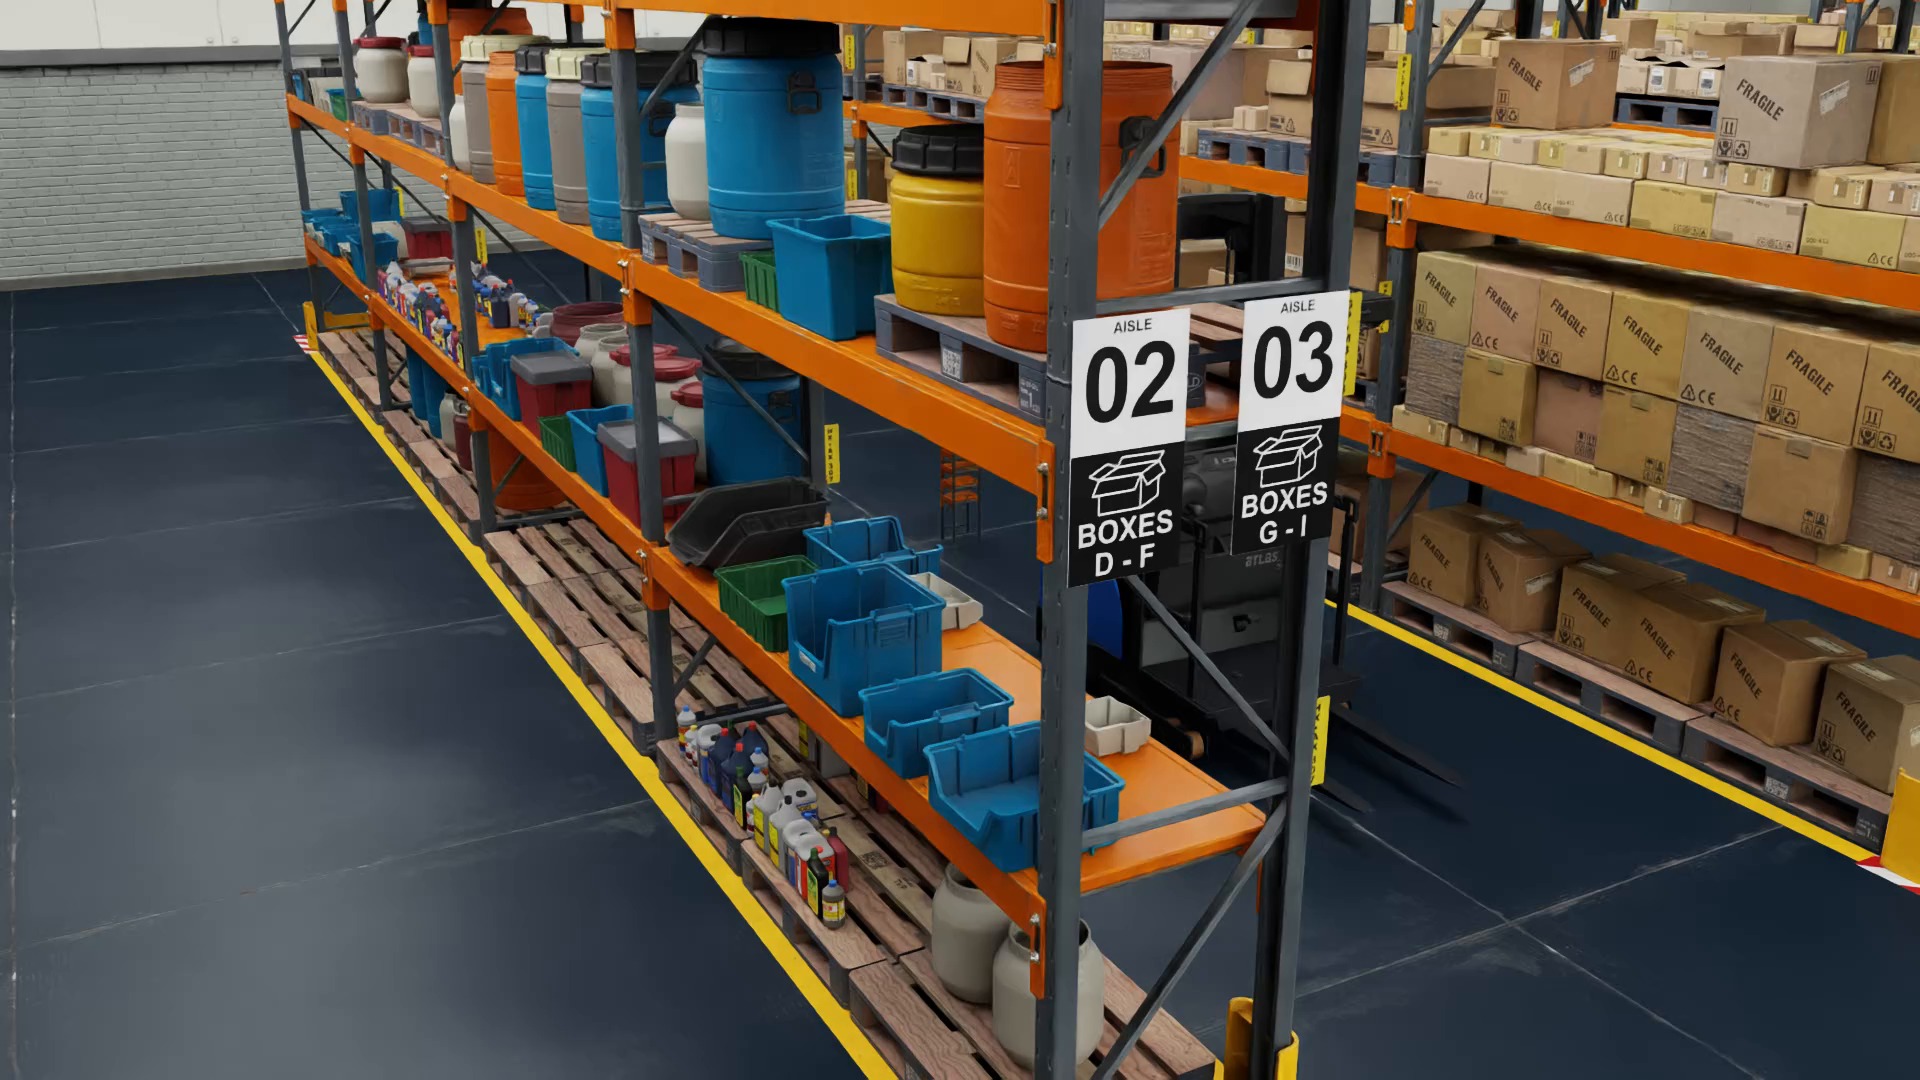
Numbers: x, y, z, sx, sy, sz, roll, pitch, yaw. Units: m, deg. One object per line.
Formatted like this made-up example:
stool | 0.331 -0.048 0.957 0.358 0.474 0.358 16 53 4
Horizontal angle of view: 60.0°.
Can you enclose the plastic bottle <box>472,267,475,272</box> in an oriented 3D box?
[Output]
plastic bottle | -4.339 -2.319 14.943 0.152 0.276 0.135 -10 21 -27

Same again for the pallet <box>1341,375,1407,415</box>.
pallet | 2.939 -1.167 11.709 1.003 0.211 1.213 -10 21 -27

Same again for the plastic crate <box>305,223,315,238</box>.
plastic crate | -6.977 -3.370 18.113 0.250 0.136 0.298 -10 21 -27

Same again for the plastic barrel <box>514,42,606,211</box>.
plastic barrel | -2.239 -2.392 9.597 0.600 0.901 0.708 -10 21 -27

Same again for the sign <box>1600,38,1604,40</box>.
sign | 6.179 -4.687 16.103 0.100 0.325 0.005 -10 21 -27

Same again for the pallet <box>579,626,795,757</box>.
pallet | -1.592 0.850 9.844 1.003 0.211 1.213 -10 21 -27

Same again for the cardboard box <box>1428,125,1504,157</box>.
cardboard box | 3.057 -2.410 10.038 0.380 0.149 0.250 -11 22 -28

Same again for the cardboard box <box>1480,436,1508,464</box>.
cardboard box | 3.388 -0.577 10.091 0.380 0.149 0.250 -10 21 -27

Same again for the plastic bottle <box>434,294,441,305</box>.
plastic bottle | -4.300 -1.889 13.705 0.097 0.271 0.097 0 19 0

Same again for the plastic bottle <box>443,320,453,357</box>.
plastic bottle | -3.893 -1.544 12.706 0.097 0.271 0.097 0 19 0

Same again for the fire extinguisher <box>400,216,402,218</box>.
fire extinguisher | -6.555 -3.594 19.140 0.296 0.674 0.183 -10 21 -27

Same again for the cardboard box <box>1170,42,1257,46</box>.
cardboard box | 1.974 -3.622 13.011 0.500 0.500 0.500 -10 21 -27

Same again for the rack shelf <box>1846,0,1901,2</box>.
rack shelf | 9.046 -6.580 19.621 1.077 0.370 4.000 -10 21 -27

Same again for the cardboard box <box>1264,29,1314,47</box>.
cardboard box | 3.871 -5.590 18.836 0.700 0.500 0.500 -10 21 -27

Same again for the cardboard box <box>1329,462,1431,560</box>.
cardboard box | 2.901 -0.222 11.833 0.700 0.500 0.500 -12 22 -31

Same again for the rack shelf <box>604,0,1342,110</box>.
rack shelf | -0.236 -1.981 6.294 1.077 0.370 4.000 -10 21 -27

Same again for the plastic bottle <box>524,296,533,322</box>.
plastic bottle | -3.514 -1.855 13.587 0.061 0.283 0.133 -10 21 -27

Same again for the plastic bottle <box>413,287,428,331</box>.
plastic bottle | -4.385 -1.895 13.601 0.144 0.351 0.185 -10 21 -27

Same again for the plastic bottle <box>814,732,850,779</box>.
plastic bottle | -0.653 1.056 8.473 0.152 0.276 0.135 -10 21 -27

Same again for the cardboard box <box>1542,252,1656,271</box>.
cardboard box | 3.868 -1.447 10.083 0.500 0.500 0.500 -10 21 -27

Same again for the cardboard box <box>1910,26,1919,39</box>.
cardboard box | 12.891 -6.790 22.244 0.380 0.149 0.250 -10 21 -26

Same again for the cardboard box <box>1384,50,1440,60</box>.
cardboard box | 4.710 -4.779 17.130 0.500 0.500 0.500 -10 21 -27

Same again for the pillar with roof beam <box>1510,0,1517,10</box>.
pillar with roof beam | 6.287 -9.848 27.376 9.100 9.000 0.400 -10 21 -27

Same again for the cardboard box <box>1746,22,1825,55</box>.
cardboard box | 9.358 -5.618 18.917 0.700 0.500 0.500 -11 22 -29

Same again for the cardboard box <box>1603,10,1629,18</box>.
cardboard box | 10.553 -8.323 26.563 0.500 0.250 0.500 -10 22 -27

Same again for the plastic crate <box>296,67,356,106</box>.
plastic crate | -6.400 -4.601 16.863 0.504 0.338 0.767 -10 21 -27

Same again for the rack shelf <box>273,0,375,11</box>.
rack shelf | -5.934 -5.426 16.277 1.077 0.370 4.000 -10 21 -27

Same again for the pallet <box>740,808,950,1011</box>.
pallet | -0.320 1.619 7.615 1.003 0.211 1.213 -10 21 -27

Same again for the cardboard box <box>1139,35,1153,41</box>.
cardboard box | 2.588 -6.176 20.795 0.500 0.250 0.500 -11 22 -29

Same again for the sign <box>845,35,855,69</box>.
sign | -1.113 -4.926 16.795 0.100 0.325 0.005 -10 21 -27

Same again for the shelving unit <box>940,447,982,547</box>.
shelving unit | 0.007 -0.563 12.424 0.258 1.200 0.189 -10 21 -27

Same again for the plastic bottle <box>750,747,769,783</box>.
plastic bottle | -0.992 1.152 8.203 0.097 0.271 0.097 0 19 0

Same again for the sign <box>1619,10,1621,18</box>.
sign | 8.569 -6.745 21.708 0.100 0.325 0.005 -10 21 -27

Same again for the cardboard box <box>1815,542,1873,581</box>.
cardboard box | 4.474 0.066 8.228 0.380 0.149 0.250 -10 21 -27

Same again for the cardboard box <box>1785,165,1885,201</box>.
cardboard box | 4.272 -1.748 8.118 0.380 0.149 0.250 -10 21 -26

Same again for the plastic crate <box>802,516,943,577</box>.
plastic crate | -0.421 0.097 7.979 0.499 0.251 0.616 -10 21 -27

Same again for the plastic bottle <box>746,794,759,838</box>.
plastic bottle | -0.964 1.301 7.878 0.097 0.201 0.097 0 19 0

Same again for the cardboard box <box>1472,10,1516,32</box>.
cardboard box | 7.427 -6.942 22.597 0.797 0.503 0.637 -8 21 -22

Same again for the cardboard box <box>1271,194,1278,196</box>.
cardboard box | 3.695 -4.014 18.950 0.380 0.149 0.250 -10 22 -28

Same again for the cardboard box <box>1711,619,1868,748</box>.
cardboard box | 4.477 0.767 8.997 0.500 0.500 0.500 -4 20 -12

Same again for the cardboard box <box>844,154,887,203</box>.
cardboard box | -1.079 -3.827 17.748 0.500 0.500 0.500 -9 21 -25

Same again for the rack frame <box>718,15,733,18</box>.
rack frame | -2.525 -7.297 19.982 1.000 3.000 0.127 -10 21 -27

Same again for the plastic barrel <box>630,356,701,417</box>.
plastic barrel | -1.795 -0.832 10.236 0.433 0.535 0.433 0 19 0

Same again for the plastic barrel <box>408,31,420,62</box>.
plastic barrel | -4.372 -4.020 14.152 0.600 0.588 0.600 0 19 0

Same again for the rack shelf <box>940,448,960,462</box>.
rack shelf | 0.007 -0.634 12.399 0.258 0.103 0.180 -10 21 -27

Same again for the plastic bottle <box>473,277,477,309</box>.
plastic bottle | -4.201 -2.147 14.452 0.097 0.271 0.097 0 19 0

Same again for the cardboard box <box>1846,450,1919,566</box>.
cardboard box | 4.836 -0.218 8.054 0.875 0.500 0.500 -10 21 -27

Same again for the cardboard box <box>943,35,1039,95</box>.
cardboard box | 0.285 -4.413 15.420 0.797 0.503 0.637 -10 22 -27

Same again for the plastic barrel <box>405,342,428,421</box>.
plastic barrel | -4.741 -1.593 15.223 0.600 0.901 0.708 -10 21 -27

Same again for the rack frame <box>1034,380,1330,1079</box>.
rack frame | 0.714 0.900 5.426 1.000 3.000 0.127 -10 21 -27

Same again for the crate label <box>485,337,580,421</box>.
crate label | -2.851 -1.087 11.128 0.502 0.435 0.616 -10 21 -27

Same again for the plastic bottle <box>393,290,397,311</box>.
plastic bottle | -4.849 -2.089 14.391 0.097 0.201 0.097 0 19 0

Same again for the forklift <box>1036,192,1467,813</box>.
forklift | 1.589 -0.340 9.124 1.130 2.935 3.031 -9 21 -25

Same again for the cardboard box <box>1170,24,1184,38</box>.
cardboard box | 2.762 -6.238 20.365 0.380 0.149 0.250 -10 21 -27
